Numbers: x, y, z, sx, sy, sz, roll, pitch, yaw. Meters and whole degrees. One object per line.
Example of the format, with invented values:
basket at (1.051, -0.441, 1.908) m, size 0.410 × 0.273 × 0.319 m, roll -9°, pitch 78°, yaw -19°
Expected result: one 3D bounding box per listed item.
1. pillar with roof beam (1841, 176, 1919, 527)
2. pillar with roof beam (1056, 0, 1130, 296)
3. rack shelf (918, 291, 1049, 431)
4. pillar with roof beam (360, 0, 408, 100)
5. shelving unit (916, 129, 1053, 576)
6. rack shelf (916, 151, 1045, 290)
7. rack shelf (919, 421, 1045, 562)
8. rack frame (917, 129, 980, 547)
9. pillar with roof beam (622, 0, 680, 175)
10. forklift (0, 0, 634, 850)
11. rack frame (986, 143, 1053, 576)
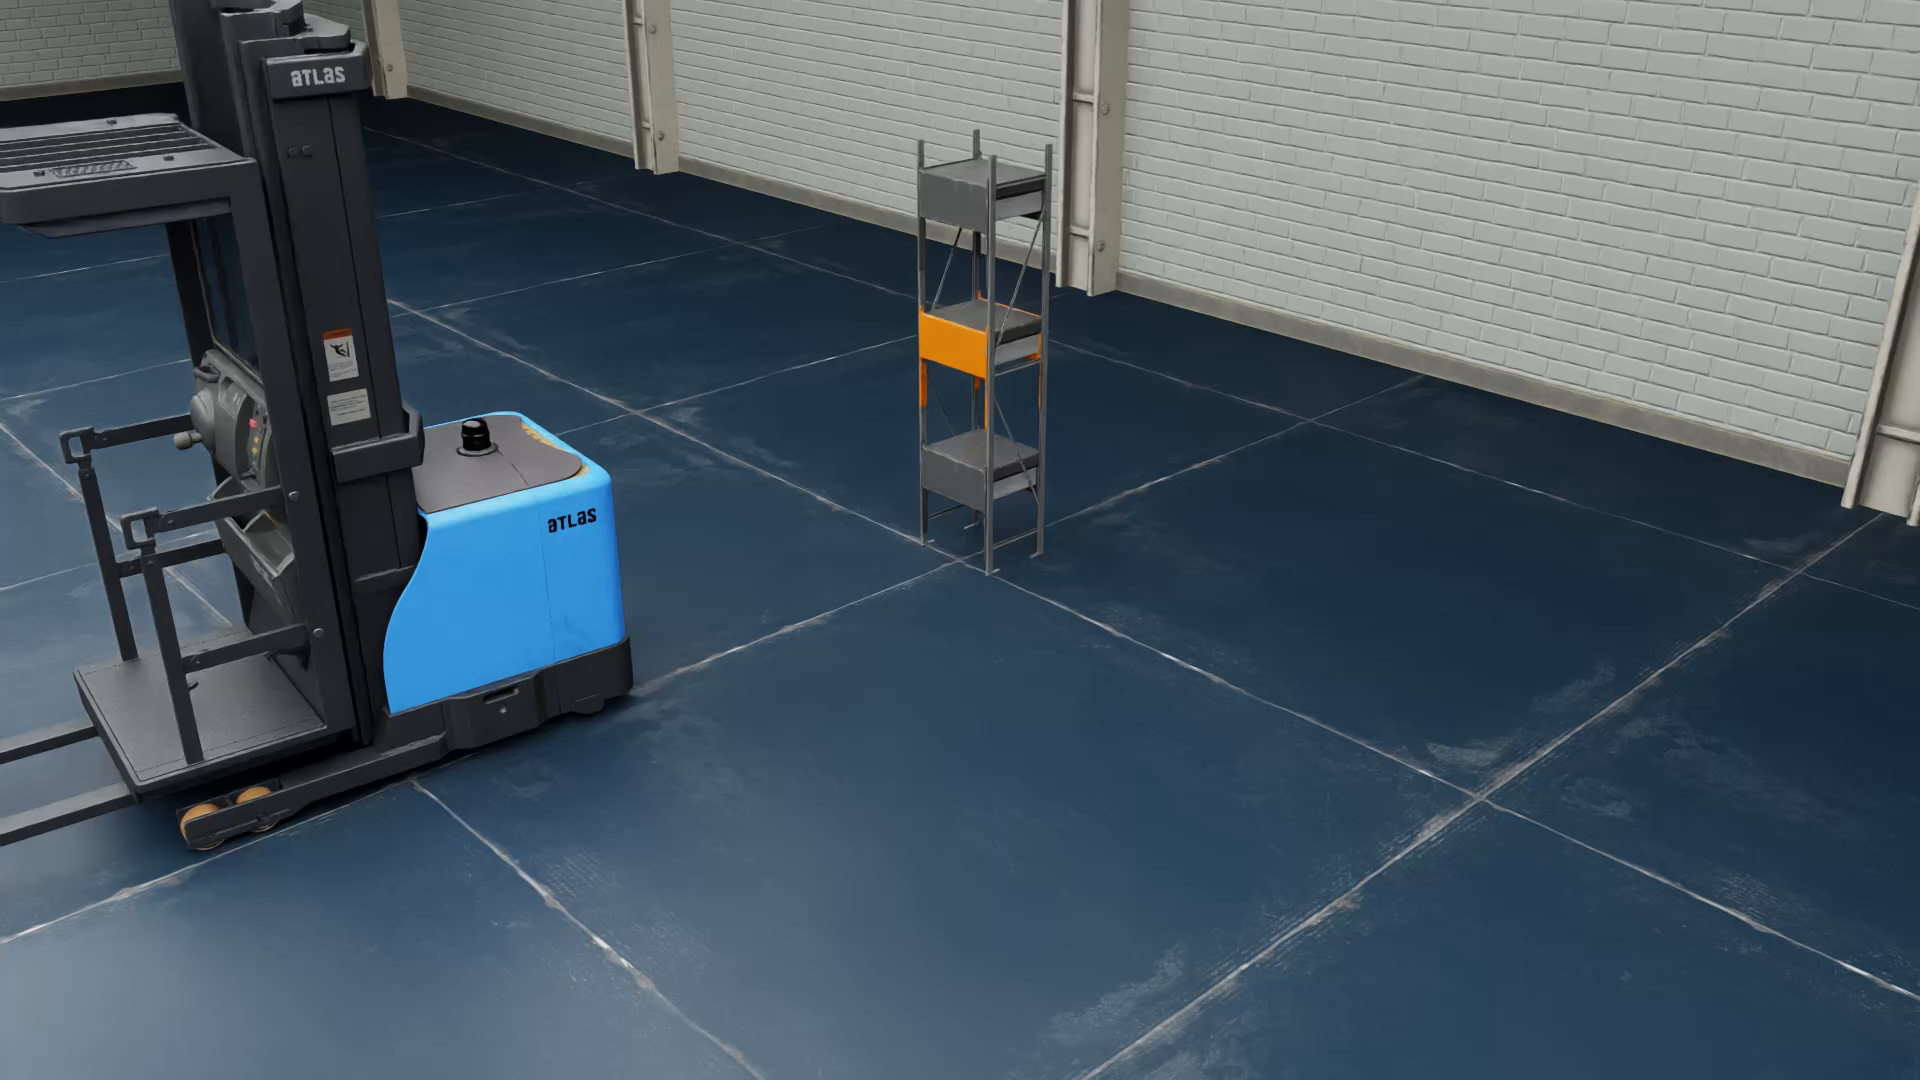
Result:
pillar with roof beam at (1.957, -3.046, 4.584) m, size 9.100 × 9.000 × 0.400 m, roll -21°, pitch 32°, yaw -38°
pillar with roof beam at (-2.143, -4.863, 8.569) m, size 9.100 × 9.000 × 0.400 m, roll -21°, pitch 32°, yaw -38°
rack shelf at (0.113, -0.893, 8.210) m, size 0.431 × 0.518 × 0.480 m, roll -21°, pitch 32°, yaw -38°
pillar with roof beam at (-10.345, -8.499, 16.538) m, size 9.100 × 9.000 × 0.400 m, roll -21°, pitch 32°, yaw -38°
shelving unit at (0.113, -0.905, 8.204) m, size 0.431 × 2.100 × 0.503 m, roll -21°, pitch 32°, yaw -38°
rack shelf at (0.113, -1.530, 7.919) m, size 0.431 × 0.518 × 0.480 m, roll -21°, pitch 32°, yaw -38°
rack shelf at (0.113, -0.256, 8.500) m, size 0.431 × 0.518 × 0.480 m, roll -21°, pitch 32°, yaw -38°
rack frame at (-0.054, -0.979, 8.366) m, size 0.400 × 2.100 × 0.015 m, roll -21°, pitch 32°, yaw -38°
pillar with roof beam at (-6.244, -6.681, 12.553) m, size 9.100 × 9.000 × 0.400 m, roll -21°, pitch 32°, yaw -38°
forklift at (-2.896, -0.425, 6.149) m, size 3.031 × 2.935 × 1.130 m, roll -17°, pitch 30°, yaw -33°
rack frame at (0.280, -0.831, 8.042) m, size 0.400 × 2.100 × 0.015 m, roll -21°, pitch 32°, yaw -38°
